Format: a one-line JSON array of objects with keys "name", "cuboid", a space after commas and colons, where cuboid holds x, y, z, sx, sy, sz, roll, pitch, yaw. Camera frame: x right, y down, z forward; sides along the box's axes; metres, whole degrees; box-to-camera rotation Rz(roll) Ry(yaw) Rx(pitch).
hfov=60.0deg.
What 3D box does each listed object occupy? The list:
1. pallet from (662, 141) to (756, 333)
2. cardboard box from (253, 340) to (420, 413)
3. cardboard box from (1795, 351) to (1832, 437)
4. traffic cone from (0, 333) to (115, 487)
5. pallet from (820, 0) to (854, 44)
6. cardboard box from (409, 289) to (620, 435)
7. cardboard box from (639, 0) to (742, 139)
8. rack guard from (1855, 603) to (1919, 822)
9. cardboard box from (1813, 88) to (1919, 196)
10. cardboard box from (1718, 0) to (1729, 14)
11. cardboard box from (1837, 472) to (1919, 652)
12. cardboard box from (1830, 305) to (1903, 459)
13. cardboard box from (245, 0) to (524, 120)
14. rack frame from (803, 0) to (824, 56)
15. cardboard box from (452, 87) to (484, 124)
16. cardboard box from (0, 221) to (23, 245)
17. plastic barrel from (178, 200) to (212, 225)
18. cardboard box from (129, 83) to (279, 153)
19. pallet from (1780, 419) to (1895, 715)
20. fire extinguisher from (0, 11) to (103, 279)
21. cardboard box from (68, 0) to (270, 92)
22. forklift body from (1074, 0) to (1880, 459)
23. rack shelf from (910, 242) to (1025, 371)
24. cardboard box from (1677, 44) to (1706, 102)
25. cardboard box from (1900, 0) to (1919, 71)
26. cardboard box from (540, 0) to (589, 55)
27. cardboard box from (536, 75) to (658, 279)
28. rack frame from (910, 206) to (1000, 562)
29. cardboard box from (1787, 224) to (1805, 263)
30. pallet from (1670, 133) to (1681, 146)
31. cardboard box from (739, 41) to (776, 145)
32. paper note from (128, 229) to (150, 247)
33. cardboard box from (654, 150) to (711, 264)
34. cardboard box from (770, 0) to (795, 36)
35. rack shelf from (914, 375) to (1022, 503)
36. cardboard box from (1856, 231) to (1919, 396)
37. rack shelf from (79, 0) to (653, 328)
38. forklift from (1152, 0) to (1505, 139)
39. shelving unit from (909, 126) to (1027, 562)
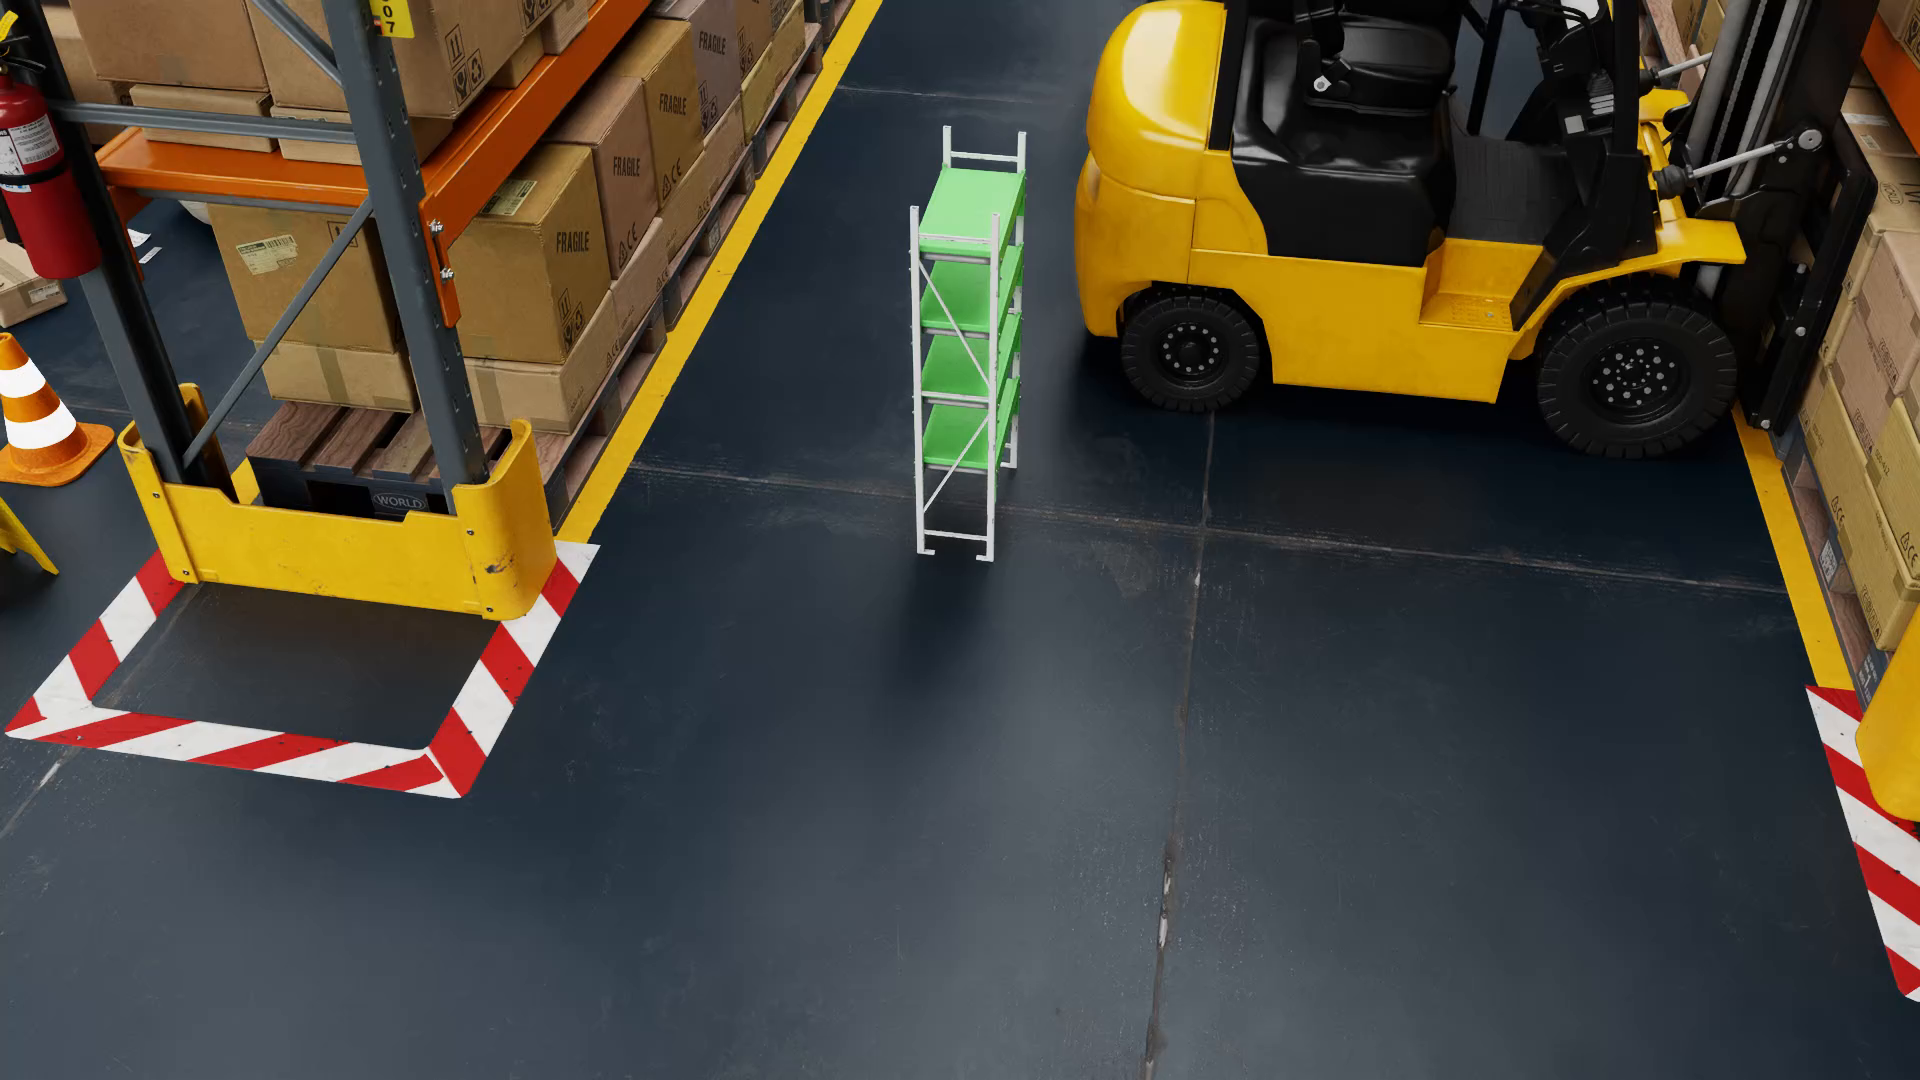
[{"name": "pallet", "cuboid": [-1.459, -1.275, 6.627, 1.003, 0.211, 1.213, 6, 40, 8]}, {"name": "cardboard box", "cuboid": [-1.982, -0.687, 5.555, 0.500, 0.250, 0.500, 6, 40, 7]}, {"name": "cardboard box", "cuboid": [2.990, -0.544, 5.382, 0.500, 0.250, 0.500, 7, 40, 8]}, {"name": "traffic cone", "cuboid": [-3.057, -0.467, 5.452, 0.336, 0.463, 0.334, 6, 40, 8]}, {"name": "pallet", "cuboid": [-1.035, -2.957, 8.661, 1.003, 0.211, 1.213, 6, 40, 8]}, {"name": "cardboard box", "cuboid": [-1.449, -0.611, 5.463, 0.500, 0.250, 0.500, 6, 40, 7]}, {"name": "cardboard box", "cuboid": [-1.180, -1.894, 6.426, 0.500, 0.500, 0.500, 8, 40, 10]}, {"name": "rack guard", "cuboid": [3.025, 0.490, 4.265, 1.175, 0.500, 0.348, 6, 40, 8]}, {"name": "cardboard box", "cuboid": [3.056, -1.255, 5.458, 0.500, 0.250, 0.500, 6, 40, 7]}, {"name": "cardboard box", "cuboid": [3.328, -2.217, 6.621, 0.500, 0.250, 0.500, 6, 40, 7]}, {"name": "cardboard box", "cuboid": [2.799, 0.080, 4.627, 0.500, 0.250, 0.500, 7, 40, 8]}, {"name": "cardboard box", "cuboid": [2.902, -0.436, 4.860, 0.500, 0.250, 0.500, 6, 40, 7]}, {"name": "cardboard box", "cuboid": [-1.506, -1.453, 4.341, 0.500, 0.500, 0.500, 6, 40, 7]}, {"name": "rack frame", "cuboid": [-1.169, -3.543, 7.182, 1.000, 3.000, 0.127, 6, 40, 8]}, {"name": "cardboard box", "cuboid": [-1.569, -1.287, 4.649, 0.380, 0.149, 0.250, 7, 40, 8]}, {"name": "cardboard box", "cuboid": [-4.050, -1.452, 6.612, 0.797, 0.503, 0.637, -20, 44, -23]}, {"name": "plastic barrel", "cuboid": [-2.994, -1.503, 6.736, 0.421, 0.421, 0.512, -28, 47, -30]}, {"name": "cardboard box", "cuboid": [-2.007, -1.195, 4.538, 0.380, 0.149, 0.250, 8, 40, 9]}, {"name": "pallet", "cuboid": [3.120, 0.102, 4.961, 1.003, 0.211, 1.213, 6, 40, 8]}, {"name": "fire extinguisher", "cuboid": [-2.334, -0.982, 4.145, 0.296, 0.674, 0.183, 6, 40, 8]}, {"name": "cardboard box", "cuboid": [-2.038, -1.557, 4.468, 0.500, 0.500, 0.500, 6, 40, 7]}, {"name": "forklift body", "cuboid": [1.560, -1.552, 5.439, 2.313, 2.155, 1.214, 6, 40, 8]}, {"name": "rack shelf", "cuboid": [0.029, -0.702, 4.881, 0.258, 0.148, 0.480, 6, 40, 8]}, {"name": "cardboard box", "cuboid": [3.311, -1.833, 6.942, 0.500, 0.250, 0.500, 7, 40, 8]}, {"name": "cardboard box", "cuboid": [3.042, -1.511, 4.645, 0.500, 0.500, 0.500, 6, 40, 7]}, {"name": "cardboard box", "cuboid": [-1.353, -1.598, 5.026, 0.380, 0.149, 0.250, 7, 40, 8]}, {"name": "cardboard box", "cuboid": [-1.359, -1.244, 5.640, 0.500, 0.500, 0.500, 5, 40, 6]}, {"name": "rack frame", "cuboid": [-0.014, -0.413, 4.808, 0.240, 1.200, 0.015, 6, 40, 8]}, {"name": "cardboard box", "cuboid": [3.061, -1.076, 5.634, 0.500, 0.250, 0.500, 6, 40, 8]}, {"name": "pallet", "cuboid": [3.542, -1.429, 6.813, 1.003, 0.211, 1.213, 6, 40, 8]}, {"name": "cardboard box", "cuboid": [-1.088, -1.910, 7.034, 0.500, 0.250, 0.500, 5, 40, 6]}, {"name": "paper note", "cuboid": [-3.363, -1.214, 6.703, 0.148, 0.019, 0.142, 20, 44, 23]}, {"name": "cardboard box", "cuboid": [-1.271, -1.274, 6.266, 0.500, 0.250, 0.500, 9, 40, 11]}, {"name": "cardboard box", "cuboid": [-1.007, -2.534, 7.200, 0.500, 0.500, 0.500, 6, 40, 7]}, {"name": "rack shelf", "cuboid": [0.029, -0.332, 5.187, 0.258, 0.148, 0.480, 6, 40, 8]}, {"name": "cardboard box", "cuboid": [2.884, -0.620, 4.690, 0.500, 0.250, 0.500, 7, 40, 8]}, {"name": "rack shelf", "cuboid": [-1.515, -2.011, 5.893, 1.077, 0.370, 4.000, 6, 40, 8]}, {"name": "forklift", "cuboid": [1.540, -2.632, 6.133, 1.130, 2.935, 3.031, -2, 40, -3]}, {"name": "shelving unit", "cuboid": [0.029, -0.566, 4.993, 0.258, 1.200, 0.503, 6, 40, 8]}]
